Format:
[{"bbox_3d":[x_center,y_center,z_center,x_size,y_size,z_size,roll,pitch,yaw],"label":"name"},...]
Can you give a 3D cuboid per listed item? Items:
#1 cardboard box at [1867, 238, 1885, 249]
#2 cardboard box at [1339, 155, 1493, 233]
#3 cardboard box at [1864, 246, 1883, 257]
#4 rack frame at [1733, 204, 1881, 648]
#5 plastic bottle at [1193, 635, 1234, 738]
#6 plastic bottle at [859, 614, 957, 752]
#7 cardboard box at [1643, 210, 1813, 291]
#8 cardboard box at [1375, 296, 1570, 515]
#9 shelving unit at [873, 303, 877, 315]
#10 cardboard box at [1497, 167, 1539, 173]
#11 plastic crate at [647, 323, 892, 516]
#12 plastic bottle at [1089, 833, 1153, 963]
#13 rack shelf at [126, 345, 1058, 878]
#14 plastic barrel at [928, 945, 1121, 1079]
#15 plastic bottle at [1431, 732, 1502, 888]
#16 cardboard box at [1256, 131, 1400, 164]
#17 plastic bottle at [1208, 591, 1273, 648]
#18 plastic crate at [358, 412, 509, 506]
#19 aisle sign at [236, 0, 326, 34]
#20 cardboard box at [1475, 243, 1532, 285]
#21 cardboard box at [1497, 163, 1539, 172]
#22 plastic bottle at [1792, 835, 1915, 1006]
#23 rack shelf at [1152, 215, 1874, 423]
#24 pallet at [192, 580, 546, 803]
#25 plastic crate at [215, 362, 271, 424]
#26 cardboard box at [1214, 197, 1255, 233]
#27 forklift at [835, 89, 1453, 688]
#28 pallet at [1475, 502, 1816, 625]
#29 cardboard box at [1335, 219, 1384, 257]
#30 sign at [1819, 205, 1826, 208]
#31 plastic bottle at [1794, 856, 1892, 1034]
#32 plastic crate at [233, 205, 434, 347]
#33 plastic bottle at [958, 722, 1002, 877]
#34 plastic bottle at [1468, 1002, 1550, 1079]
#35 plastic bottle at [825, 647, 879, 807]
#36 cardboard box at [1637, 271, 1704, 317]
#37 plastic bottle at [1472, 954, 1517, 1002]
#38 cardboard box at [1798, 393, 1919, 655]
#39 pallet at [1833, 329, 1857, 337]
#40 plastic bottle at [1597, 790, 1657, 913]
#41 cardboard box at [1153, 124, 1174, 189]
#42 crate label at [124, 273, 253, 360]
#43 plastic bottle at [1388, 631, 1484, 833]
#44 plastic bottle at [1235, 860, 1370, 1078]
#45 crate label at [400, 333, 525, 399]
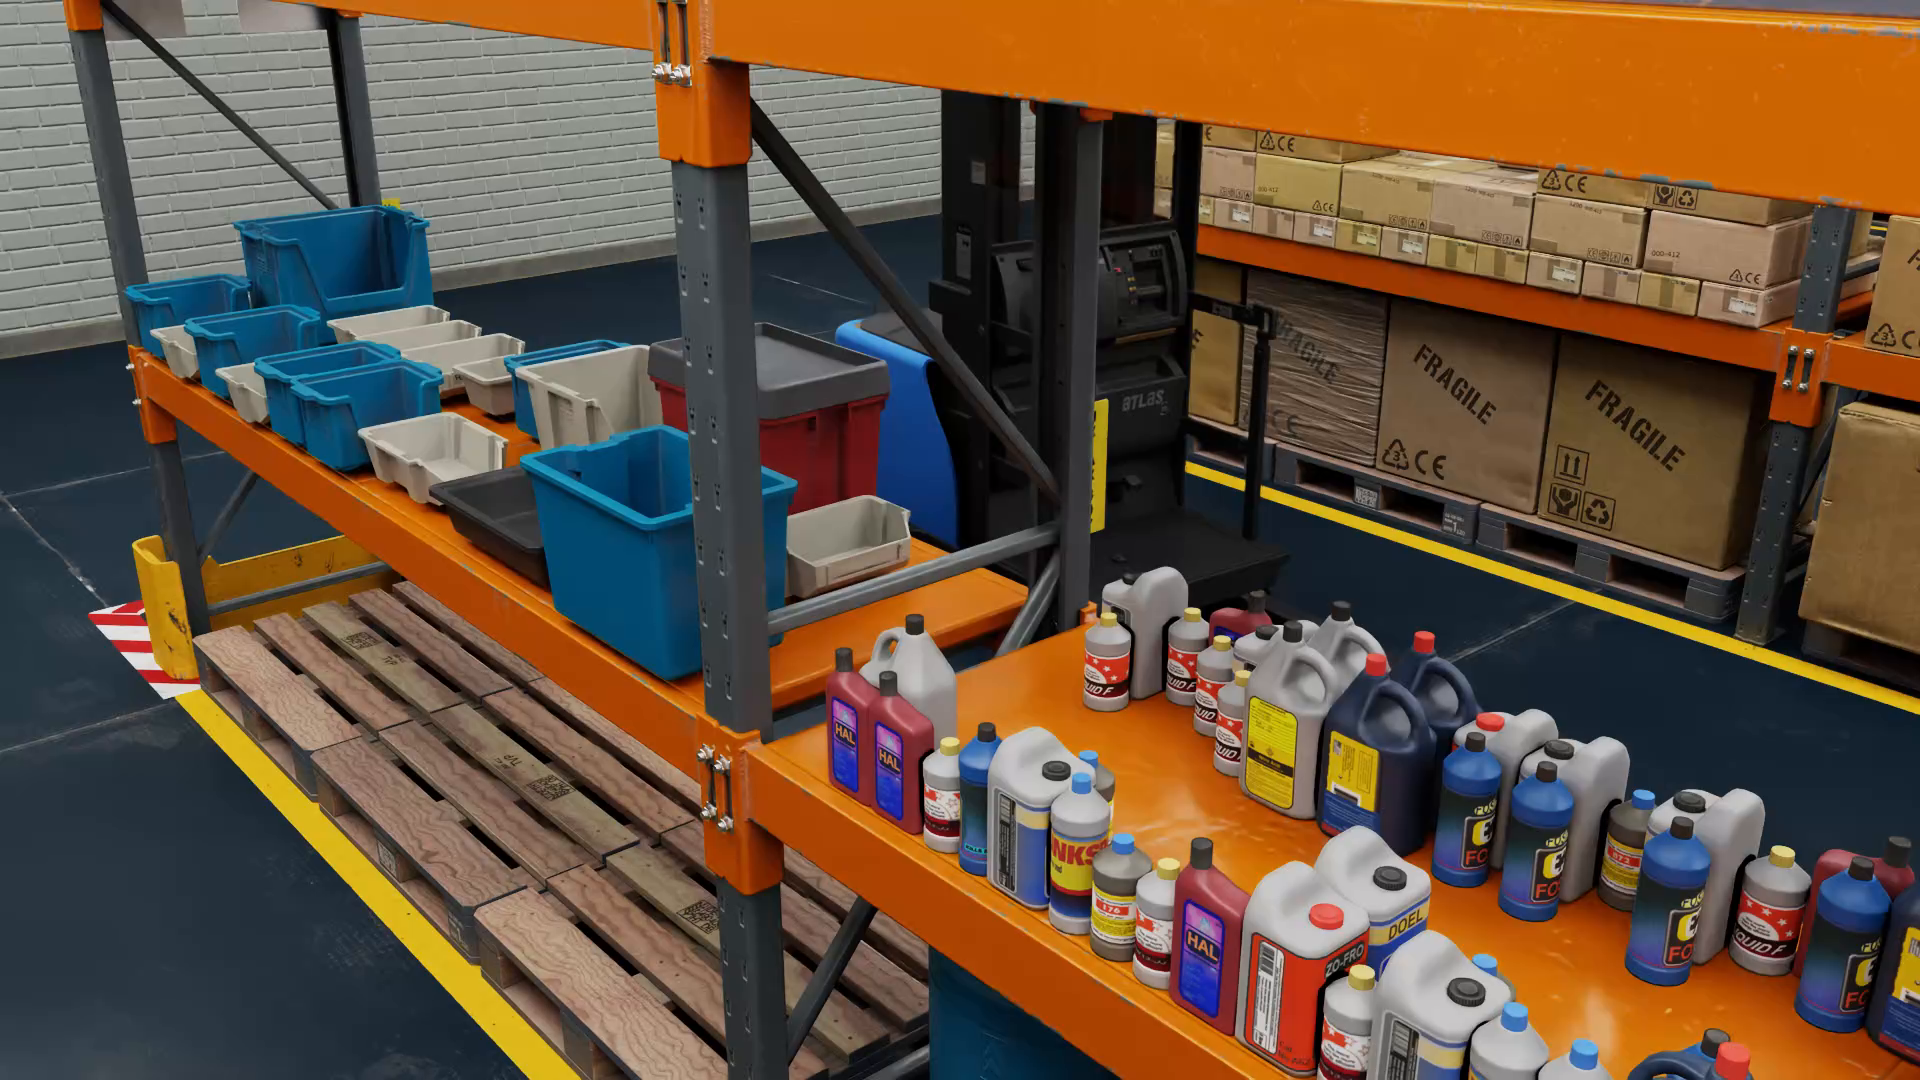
[{"bbox_3d":[6.397,-1.967,11.411,0.380,0.149,0.250,-17,27,-37],"label":"cardboard box"},{"bbox_3d":[2.154,-1.639,7.854,0.500,0.250,0.500,-18,28,-38],"label":"cardboard box"},{"bbox_3d":[6.050,-1.859,11.134,0.380,0.149,0.250,-17,27,-37],"label":"cardboard box"},{"bbox_3d":[3.642,-1.087,6.646,1.000,3.000,0.127,-17,27,-37],"label":"rack frame"},{"bbox_3d":[0.530,0.293,3.394,0.097,0.201,0.097,0,21,0],"label":"plastic bottle"},{"bbox_3d":[-0.099,0.301,3.171,0.144,0.351,0.185,-17,27,-37],"label":"plastic bottle"},{"bbox_3d":[3.155,-1.215,6.771,0.500,0.250,0.500,-18,28,-38],"label":"cardboard box"},{"bbox_3d":[2.685,-0.743,8.106,0.875,0.875,0.875,-17,27,-37],"label":"cardboard box"},{"bbox_3d":[-0.266,-0.631,8.156,0.215,1.050,0.252,-14,25,-32],"label":"shelving unit"},{"bbox_3d":[2.871,-1.628,7.826,0.500,0.250,0.500,-17,27,-36],"label":"cardboard box"},{"bbox_3d":[-0.503,-0.272,4.395,0.402,0.464,0.583,-17,27,-37],"label":"plastic crate"},{"bbox_3d":[0.261,0.570,2.689,0.097,0.201,0.097,0,21,0],"label":"plastic bottle"},{"bbox_3d":[-1.416,-0.125,5.178,1.077,0.370,4.000,-17,27,-37],"label":"rack shelf"},{"bbox_3d":[0.232,1.028,3.548,0.600,0.901,0.708,-17,27,-37],"label":"plastic barrel"},{"bbox_3d":[0.877,0.459,2.875,0.097,0.271,0.097,0,21,0],"label":"plastic bottle"},{"bbox_3d":[1.809,-2.133,8.087,0.500,0.500,0.500,-18,28,-39],"label":"cardboard box"},{"bbox_3d":[0.578,0.231,3.440,0.061,0.283,0.133,-17,27,-37],"label":"plastic bottle"},{"bbox_3d":[-1.474,-0.223,4.718,0.293,0.136,0.466,-17,27,-37],"label":"plastic crate"},{"bbox_3d":[-2.546,-2.313,6.212,0.394,0.787,0.004,-17,27,-37],"label":"aisle sign"},{"bbox_3d":[2.523,-1.260,7.434,0.380,0.149,0.250,-17,27,-36],"label":"cardboard box"},{"bbox_3d":[2.865,-1.978,7.692,0.500,0.500,0.500,-19,28,-39],"label":"cardboard box"},{"bbox_3d":[1.385,0.573,2.568,0.061,0.283,0.133,-17,27,-37],"label":"plastic bottle"},{"bbox_3d":[2.337,-1.305,8.188,1.077,0.370,4.000,-17,27,-37],"label":"rack shelf"},{"bbox_3d":[-2.212,0.523,6.360,1.003,0.211,1.213,-17,27,-37],"label":"pallet"},{"bbox_3d":[-2.220,-0.476,5.365,0.250,0.136,0.298,-17,27,-37],"label":"plastic crate"},{"bbox_3d":[1.520,-1.685,8.519,0.380,0.149,0.250,-18,28,-38],"label":"cardboard box"},{"bbox_3d":[0.661,-1.012,6.548,1.130,2.935,3.031,-14,25,-32],"label":"forklift"},{"bbox_3d":[3.205,-0.017,7.739,1.003,0.211,1.213,-17,27,-37],"label":"pallet"},{"bbox_3d":[2.018,-1.474,7.978,0.380,0.149,0.250,-18,28,-39],"label":"cardboard box"},{"bbox_3d":[3.223,-1.394,6.135,0.100,0.325,0.005,-17,27,-37],"label":"sign"},{"bbox_3d":[1.336,0.602,2.509,0.097,0.271,0.097,0,21,0],"label":"plastic bottle"},{"bbox_3d":[-2.361,-1.009,6.317,0.616,0.435,0.499,-17,27,-37],"label":"plastic crate"},{"bbox_3d":[0.046,0.446,2.908,0.097,0.271,0.097,0,21,0],"label":"plastic bottle"},{"bbox_3d":[0.714,0.729,2.186,0.097,0.271,0.097,0,21,0],"label":"plastic bottle"},{"bbox_3d":[-0.194,0.349,3.139,0.061,0.283,0.133,-17,27,-37],"label":"plastic bottle"},{"bbox_3d":[3.026,-1.047,6.890,0.380,0.149,0.250,-17,27,-36],"label":"cardboard box"},{"bbox_3d":[0.742,0.688,2.386,0.097,0.201,0.097,0,21,0],"label":"plastic bottle"},{"bbox_3d":[4.075,-0.121,6.518,1.225,0.875,0.875,-17,27,-37],"label":"cardboard box"},{"bbox_3d":[6.200,-1.456,11.411,1.003,0.211,1.213,-17,27,-37],"label":"pallet"},{"bbox_3d":[1.144,0.520,2.817,0.097,0.201,0.097,0,21,0],"label":"plastic bottle"},{"bbox_3d":[1.140,-2.064,8.938,0.500,0.250,0.500,-18,28,-39],"label":"cardboard box"},{"bbox_3d":[-2.809,-0.816,6.103,0.416,0.233,0.303,-17,27,-37],"label":"crate label"},{"bbox_3d":[0.859,0.342,3.065,0.144,0.351,0.185,-17,27,-37],"label":"plastic bottle"},{"bbox_3d":[0.508,0.624,2.447,0.152,0.276,0.135,-17,27,-37],"label":"plastic bottle"},{"bbox_3d":[-1.673,-0.581,5.634,0.396,0.136,0.243,-17,27,-37],"label":"crate label"}]
